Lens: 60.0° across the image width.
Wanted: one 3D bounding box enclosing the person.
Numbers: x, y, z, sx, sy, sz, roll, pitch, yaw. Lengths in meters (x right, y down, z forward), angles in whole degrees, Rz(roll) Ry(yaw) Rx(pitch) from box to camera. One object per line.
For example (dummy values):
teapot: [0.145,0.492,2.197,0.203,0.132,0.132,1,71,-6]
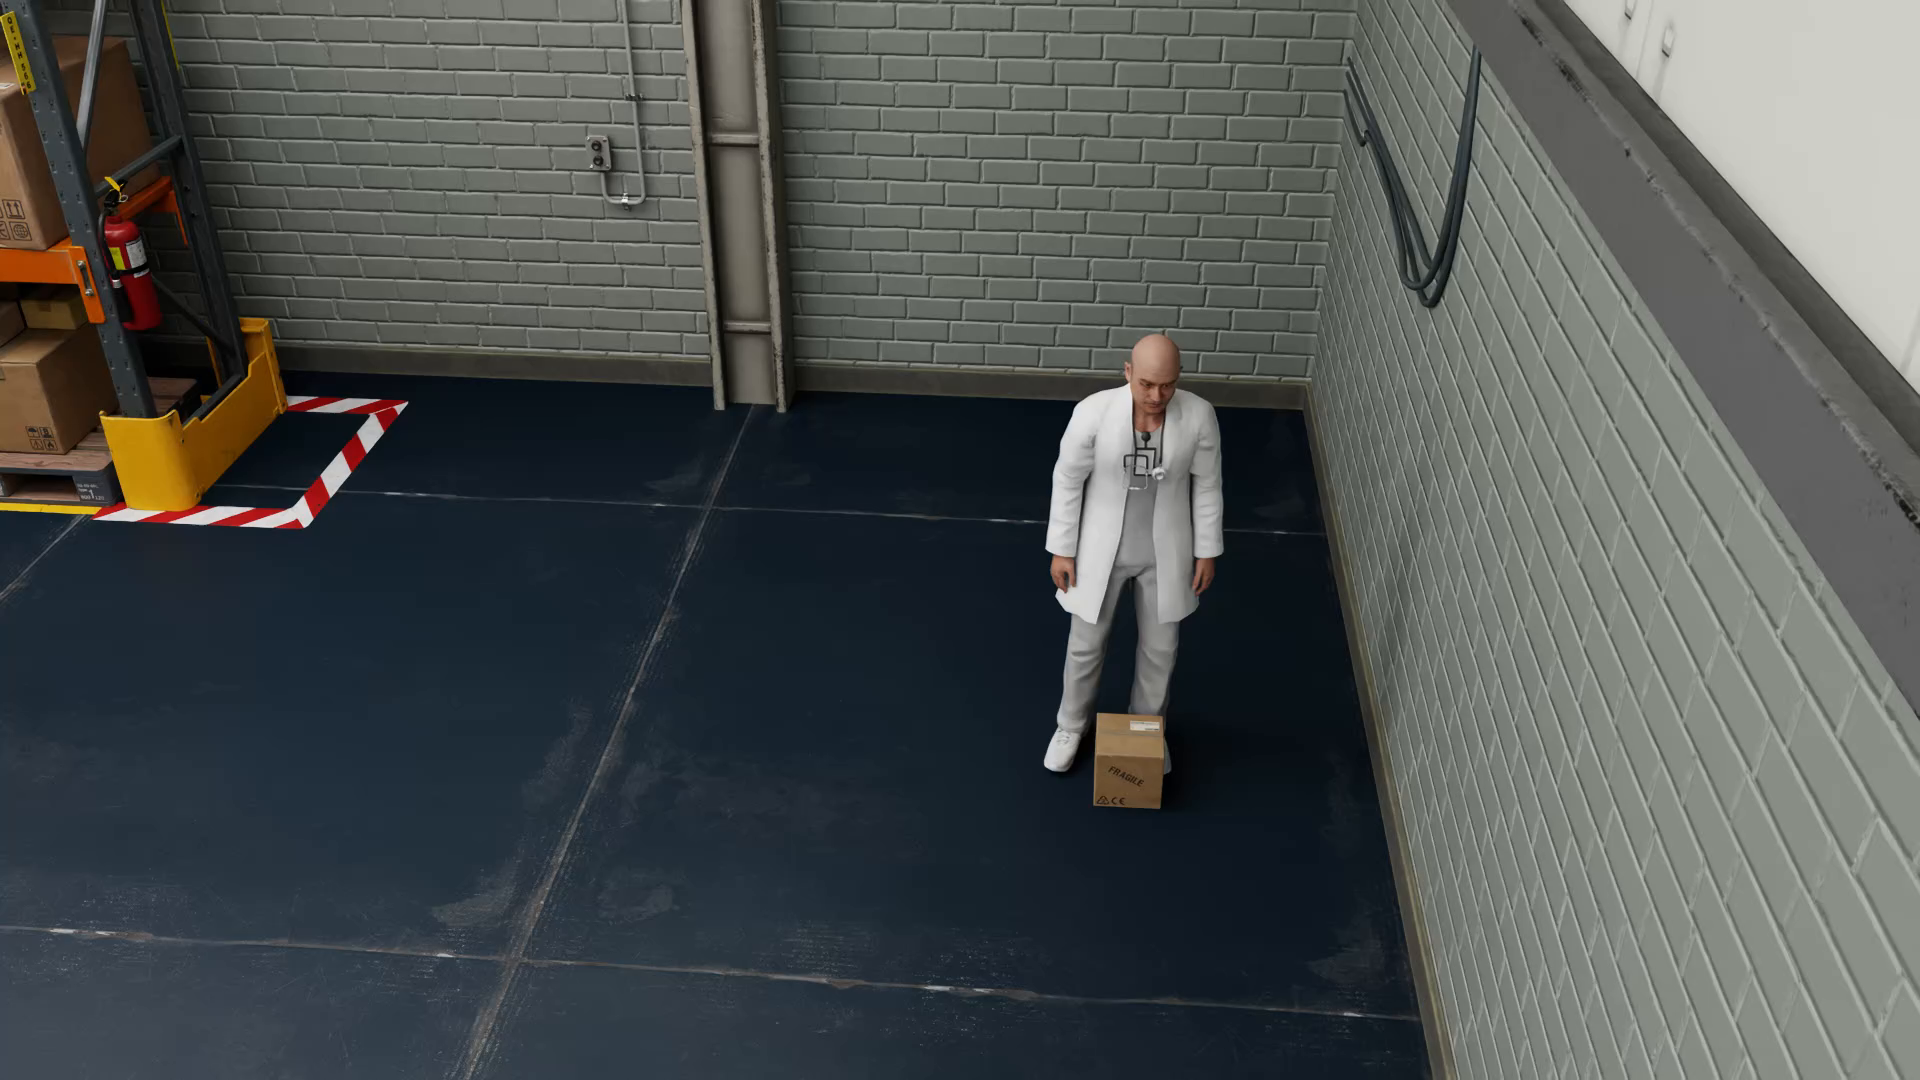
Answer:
person: [0.636,0.053,6.064,0.649,1.773,0.433,1,32,1]
